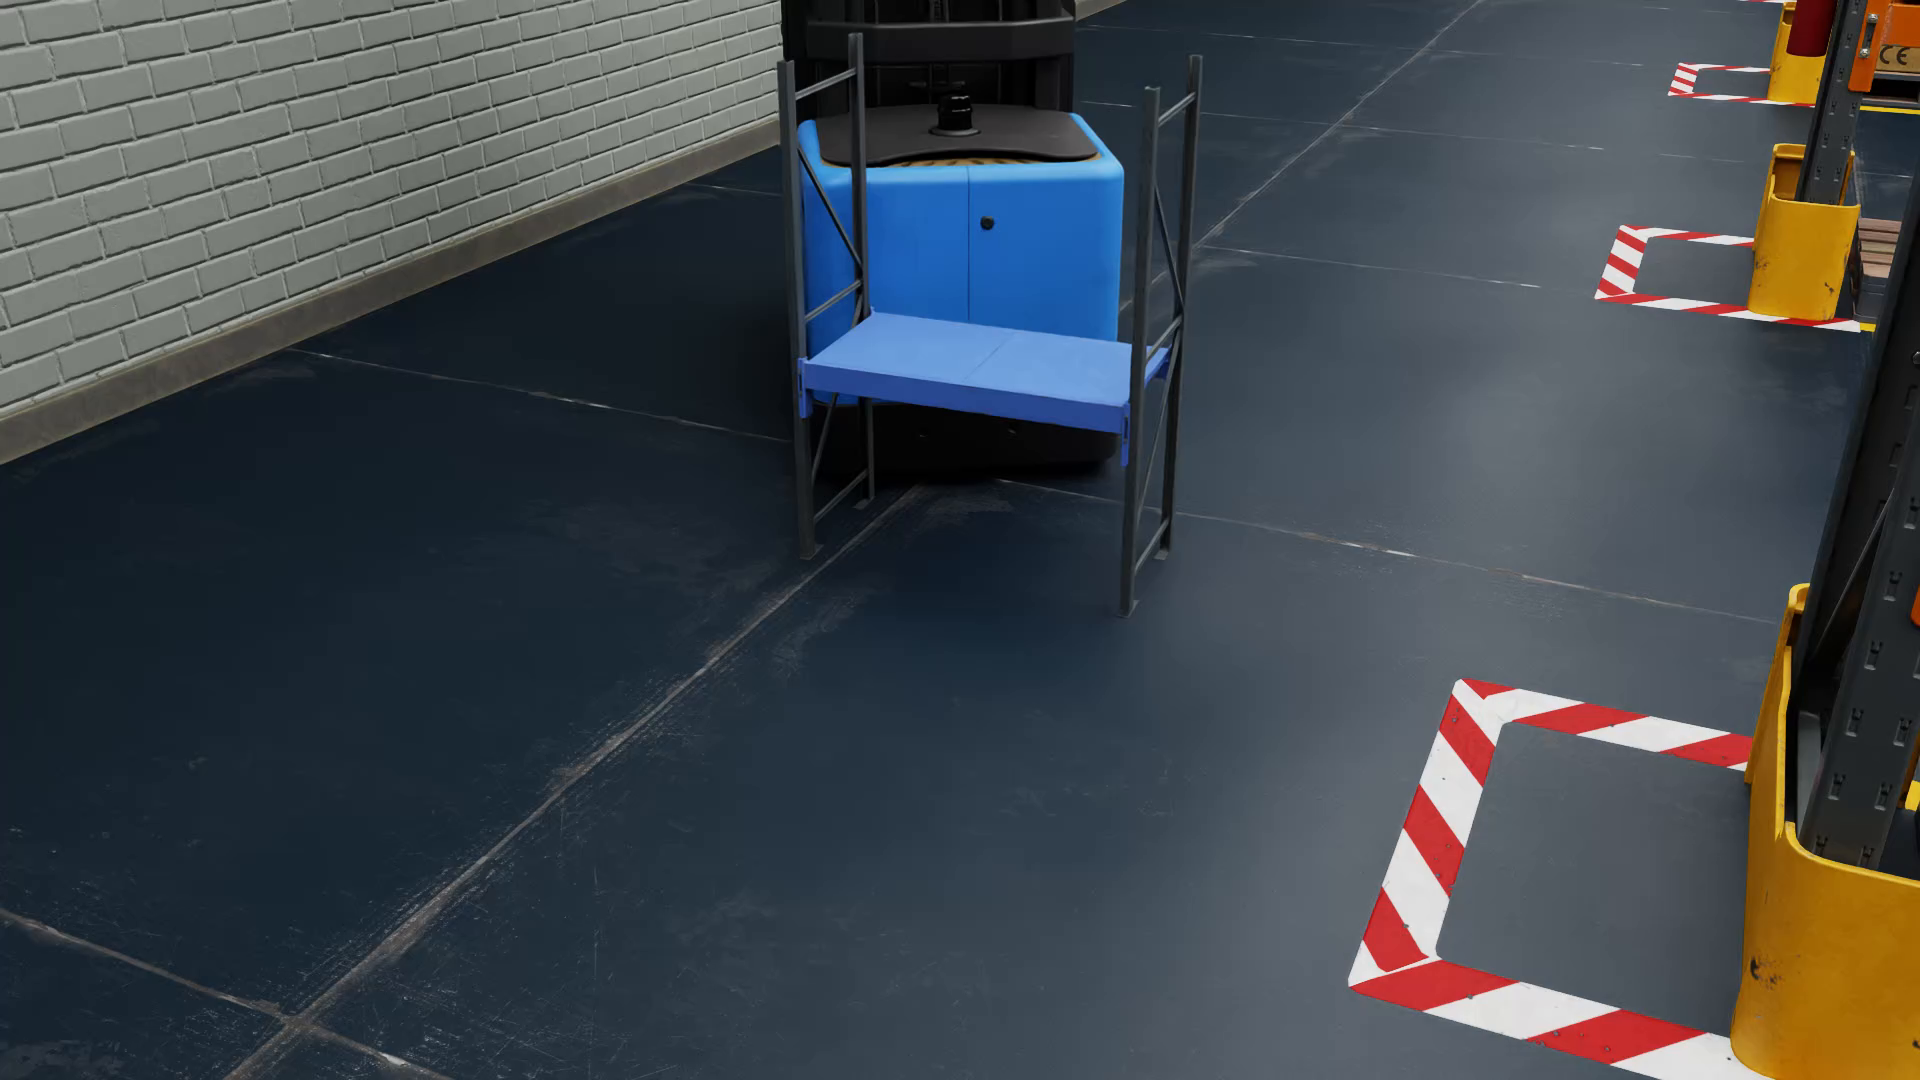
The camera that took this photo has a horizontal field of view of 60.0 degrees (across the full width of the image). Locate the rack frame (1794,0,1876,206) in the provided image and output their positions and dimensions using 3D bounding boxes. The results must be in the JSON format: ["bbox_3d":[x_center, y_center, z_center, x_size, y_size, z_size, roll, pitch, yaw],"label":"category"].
[{"bbox_3d":[3.862,-2.543,7.019,0.127,3.000,1.000,11,28,22],"label":"rack frame"}]

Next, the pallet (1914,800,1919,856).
[{"bbox_3d":[2.604,0.859,3.267,1.213,0.211,1.003,11,28,22],"label":"pallet"}]

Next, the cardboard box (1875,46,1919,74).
[{"bbox_3d":[6.528,-3.685,11.268,0.875,0.875,0.875,11,28,22],"label":"cardboard box"}]

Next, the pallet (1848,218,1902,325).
[{"bbox_3d":[4.597,-1.125,7.297,1.213,0.211,1.003,11,28,22],"label":"pallet"}]

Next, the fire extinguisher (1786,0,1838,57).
[{"bbox_3d":[3.913,-2.551,7.545,0.183,0.674,0.296,11,28,22],"label":"fire extinguisher"}]

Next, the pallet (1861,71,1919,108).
[{"bbox_3d":[6.673,-3.169,11.447,1.213,0.211,1.003,11,28,22],"label":"pallet"}]

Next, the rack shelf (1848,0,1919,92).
[{"bbox_3d":[5.683,-1.854,6.435,4.000,0.370,1.077,11,28,22],"label":"rack shelf"}]

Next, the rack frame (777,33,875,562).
[{"bbox_3d":[-0.388,-0.711,4.995,0.032,1.500,0.500,10,28,19],"label":"rack frame"}]

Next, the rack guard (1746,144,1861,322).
[{"bbox_3d":[3.835,-1.421,7.569,0.348,0.500,1.175,11,28,22],"label":"rack guard"}]

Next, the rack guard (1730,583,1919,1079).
[{"bbox_3d":[1.878,0.584,3.499,0.348,0.500,1.175,11,28,22],"label":"rack guard"}]

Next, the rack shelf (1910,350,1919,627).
[{"bbox_3d":[3.629,0.137,2.391,4.000,0.370,1.077,11,28,22],"label":"rack shelf"}]

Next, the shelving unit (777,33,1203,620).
[{"bbox_3d":[0.086,-0.630,4.831,1.048,1.500,0.538,10,28,19],"label":"shelving unit"}]

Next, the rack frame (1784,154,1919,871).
[{"bbox_3d":[1.808,-0.552,2.975,0.127,3.000,1.000,11,28,22],"label":"rack frame"}]

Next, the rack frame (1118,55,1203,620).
[{"bbox_3d":[0.561,-0.549,4.667,0.032,1.500,0.500,10,28,19],"label":"rack frame"}]

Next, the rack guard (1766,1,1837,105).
[{"bbox_3d":[5.891,-3.417,11.625,0.348,0.500,1.175,11,28,22],"label":"rack guard"}]

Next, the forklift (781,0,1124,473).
[{"bbox_3d":[-0.145,-2.158,6.315,1.130,2.935,3.031,-3,26,-6],"label":"forklift"}]

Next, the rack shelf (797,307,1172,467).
[{"bbox_3d":[0.086,-0.468,4.911,1.000,0.185,0.538,10,28,19],"label":"rack shelf"}]
